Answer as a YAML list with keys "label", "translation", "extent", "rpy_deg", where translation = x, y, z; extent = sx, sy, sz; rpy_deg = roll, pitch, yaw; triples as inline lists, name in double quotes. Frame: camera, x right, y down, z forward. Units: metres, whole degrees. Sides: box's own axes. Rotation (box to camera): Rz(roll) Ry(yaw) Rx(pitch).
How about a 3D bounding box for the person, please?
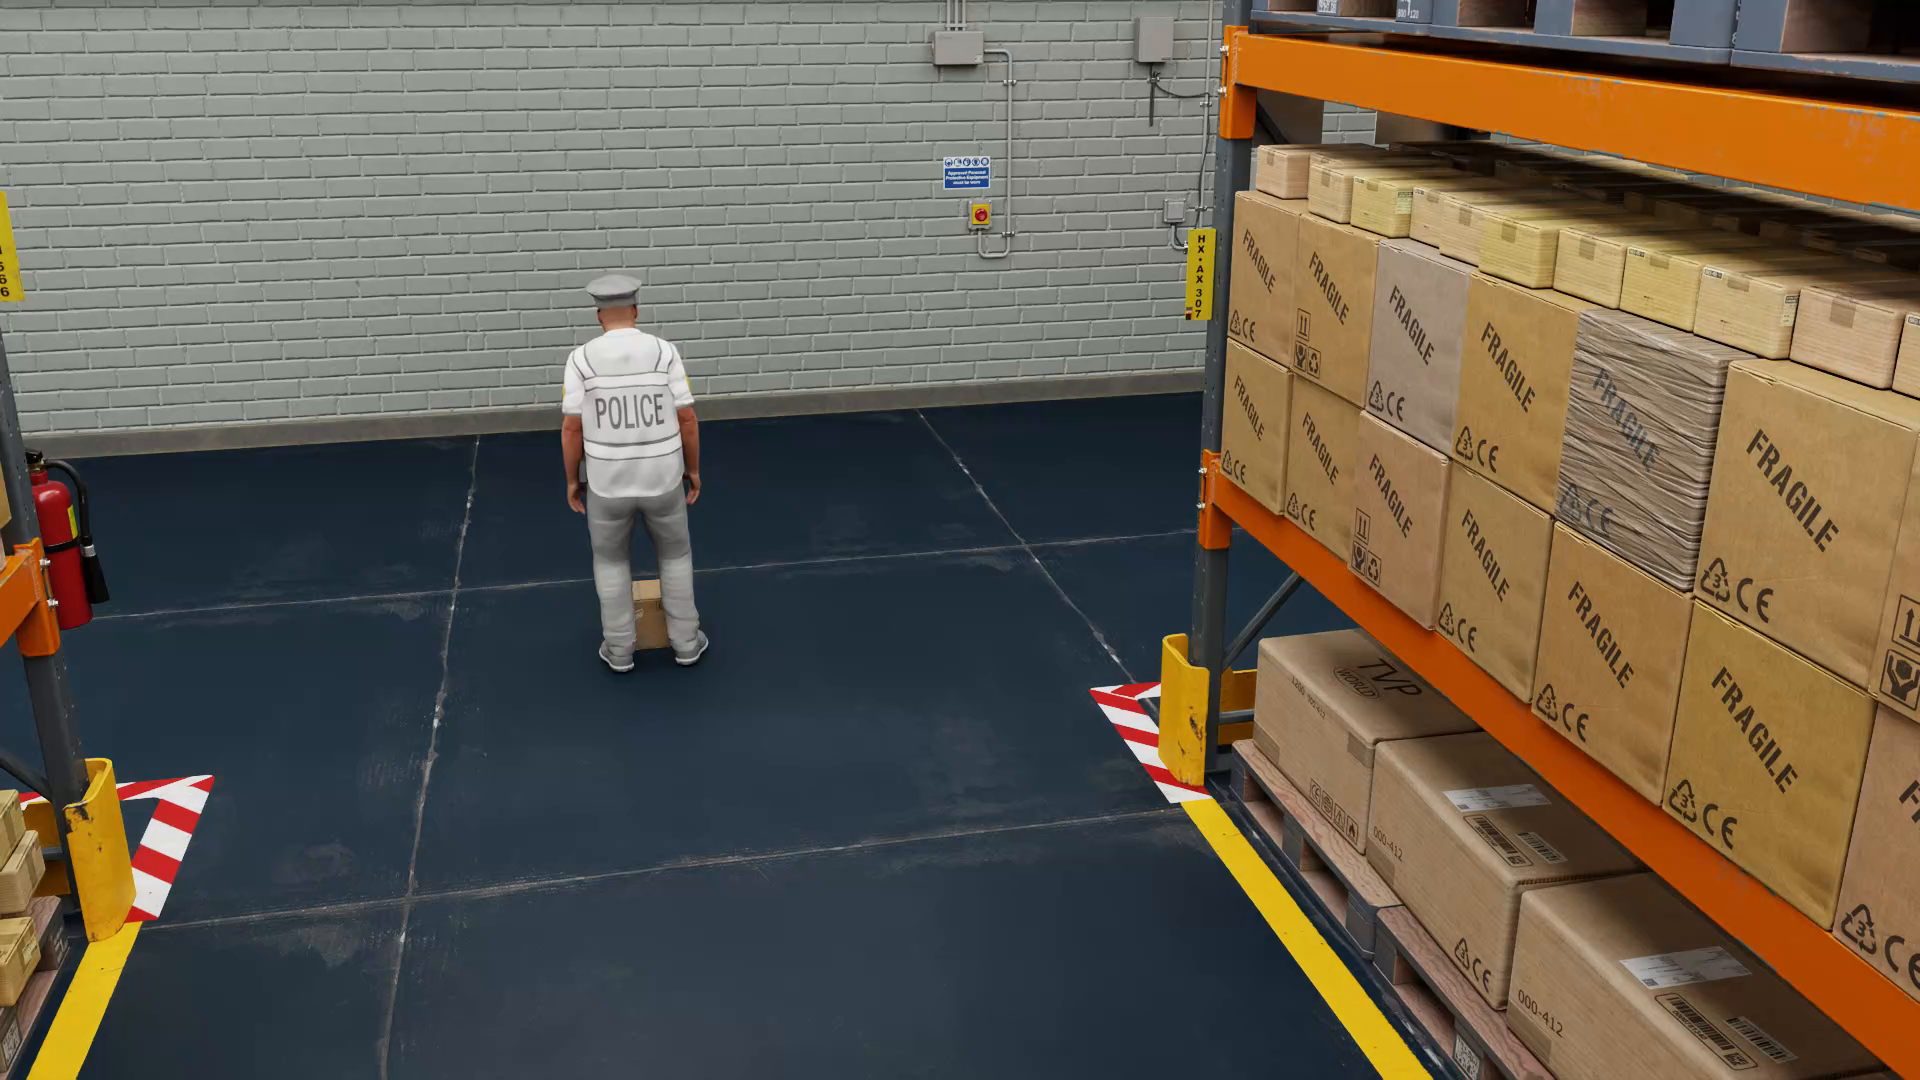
- label: "person"
  translation: [-1.433, -0.268, 7.314]
  extent: [0.591, 1.748, 0.435]
  rpy_deg: [-5, 20, -13]
